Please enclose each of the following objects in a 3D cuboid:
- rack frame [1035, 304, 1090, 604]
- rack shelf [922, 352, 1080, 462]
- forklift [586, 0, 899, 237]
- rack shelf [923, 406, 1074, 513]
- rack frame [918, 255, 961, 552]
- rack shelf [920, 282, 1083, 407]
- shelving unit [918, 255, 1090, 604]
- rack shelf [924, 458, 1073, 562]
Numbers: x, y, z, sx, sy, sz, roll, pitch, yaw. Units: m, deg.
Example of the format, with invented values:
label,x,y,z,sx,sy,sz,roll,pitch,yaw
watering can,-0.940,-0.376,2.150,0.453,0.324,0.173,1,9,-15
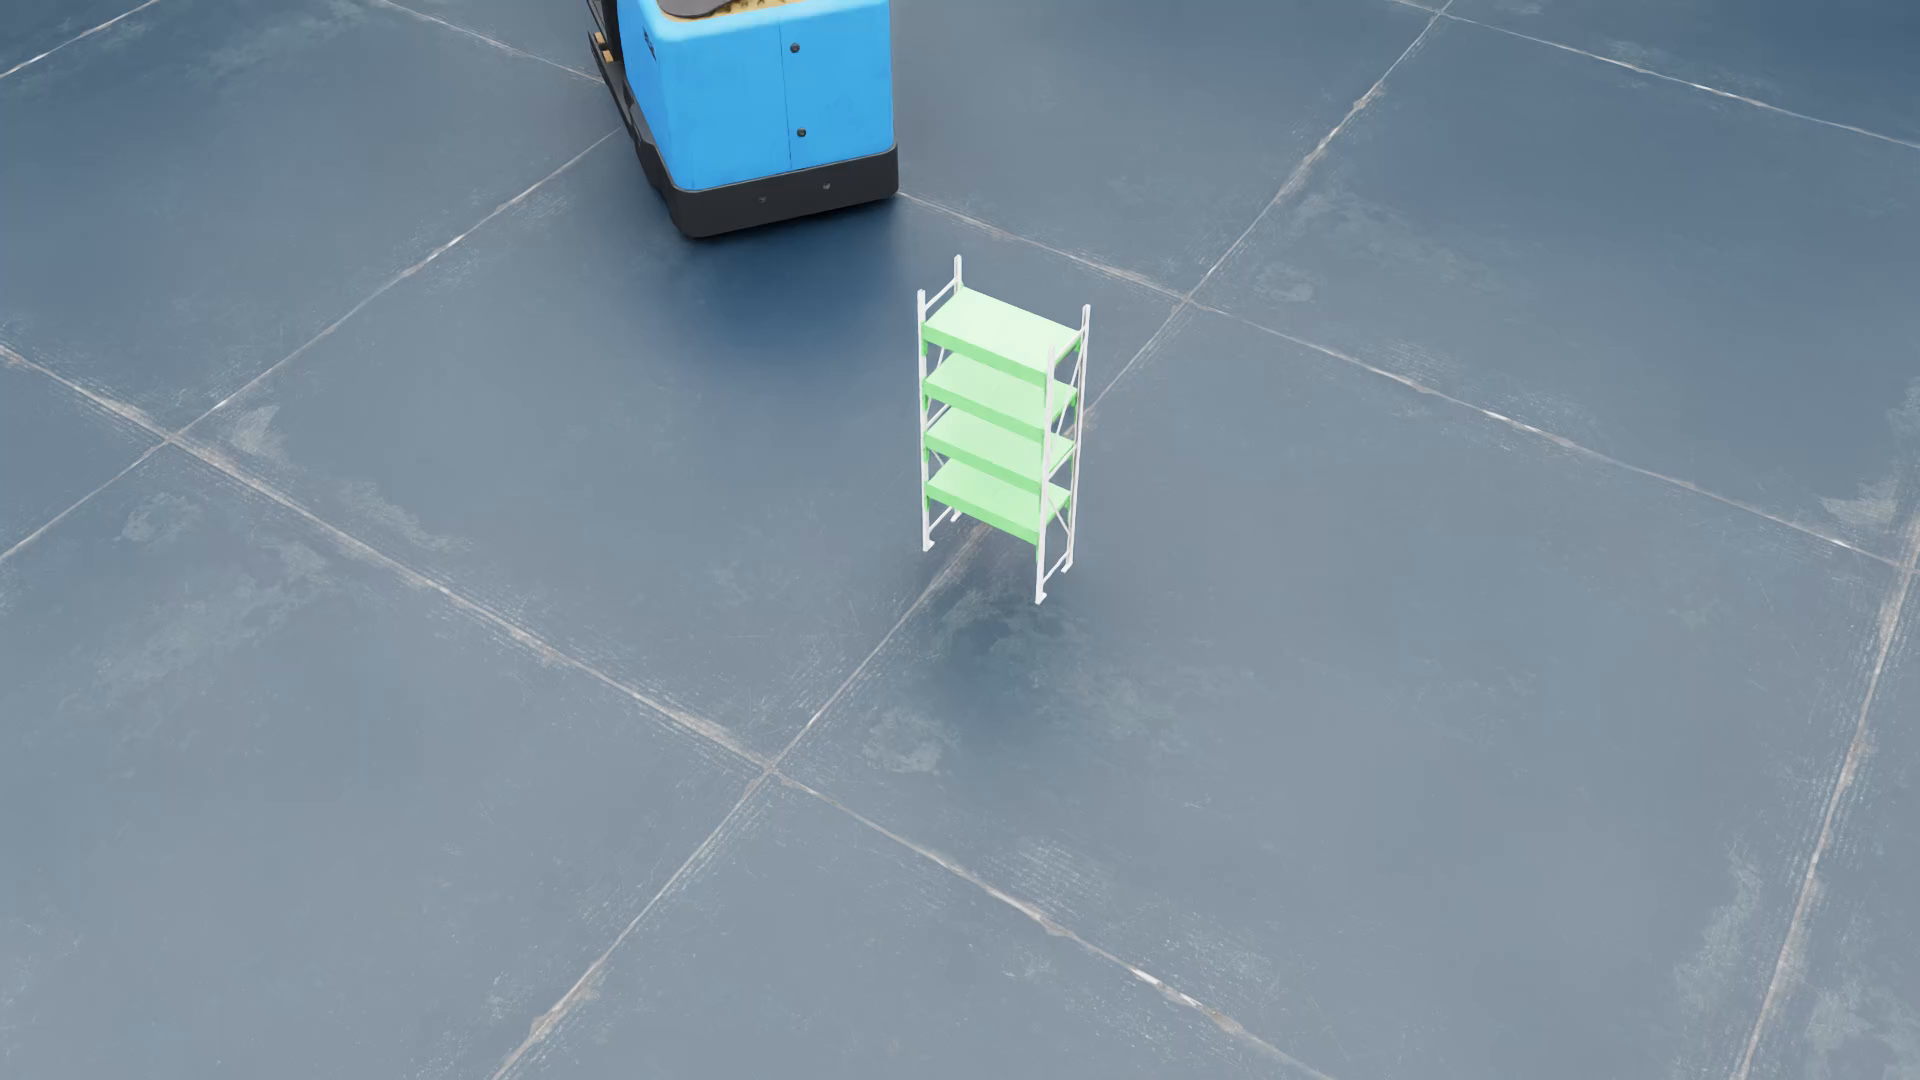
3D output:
label,x,y,z,sx,sy,sz,roll,pitch,yaw
rack frame,0.345,-0.260,5.666,0.015,1.200,0.240,25,51,22
rack shelf,0.139,-0.477,5.631,0.480,0.148,0.258,25,51,22
forklift,-1.280,-3.458,7.567,1.130,2.935,3.031,-15,48,-14
rack shelf,0.139,-0.310,5.803,0.480,0.148,0.258,25,51,22
rack frame,-0.066,-0.449,5.849,0.015,1.200,0.240,25,51,22
rack shelf,0.139,-0.644,5.459,0.480,0.148,0.258,25,51,22
shelving unit,0.139,-0.354,5.757,0.503,1.200,0.258,25,51,22
rack shelf,0.139,-0.142,5.975,0.480,0.148,0.258,25,51,22
